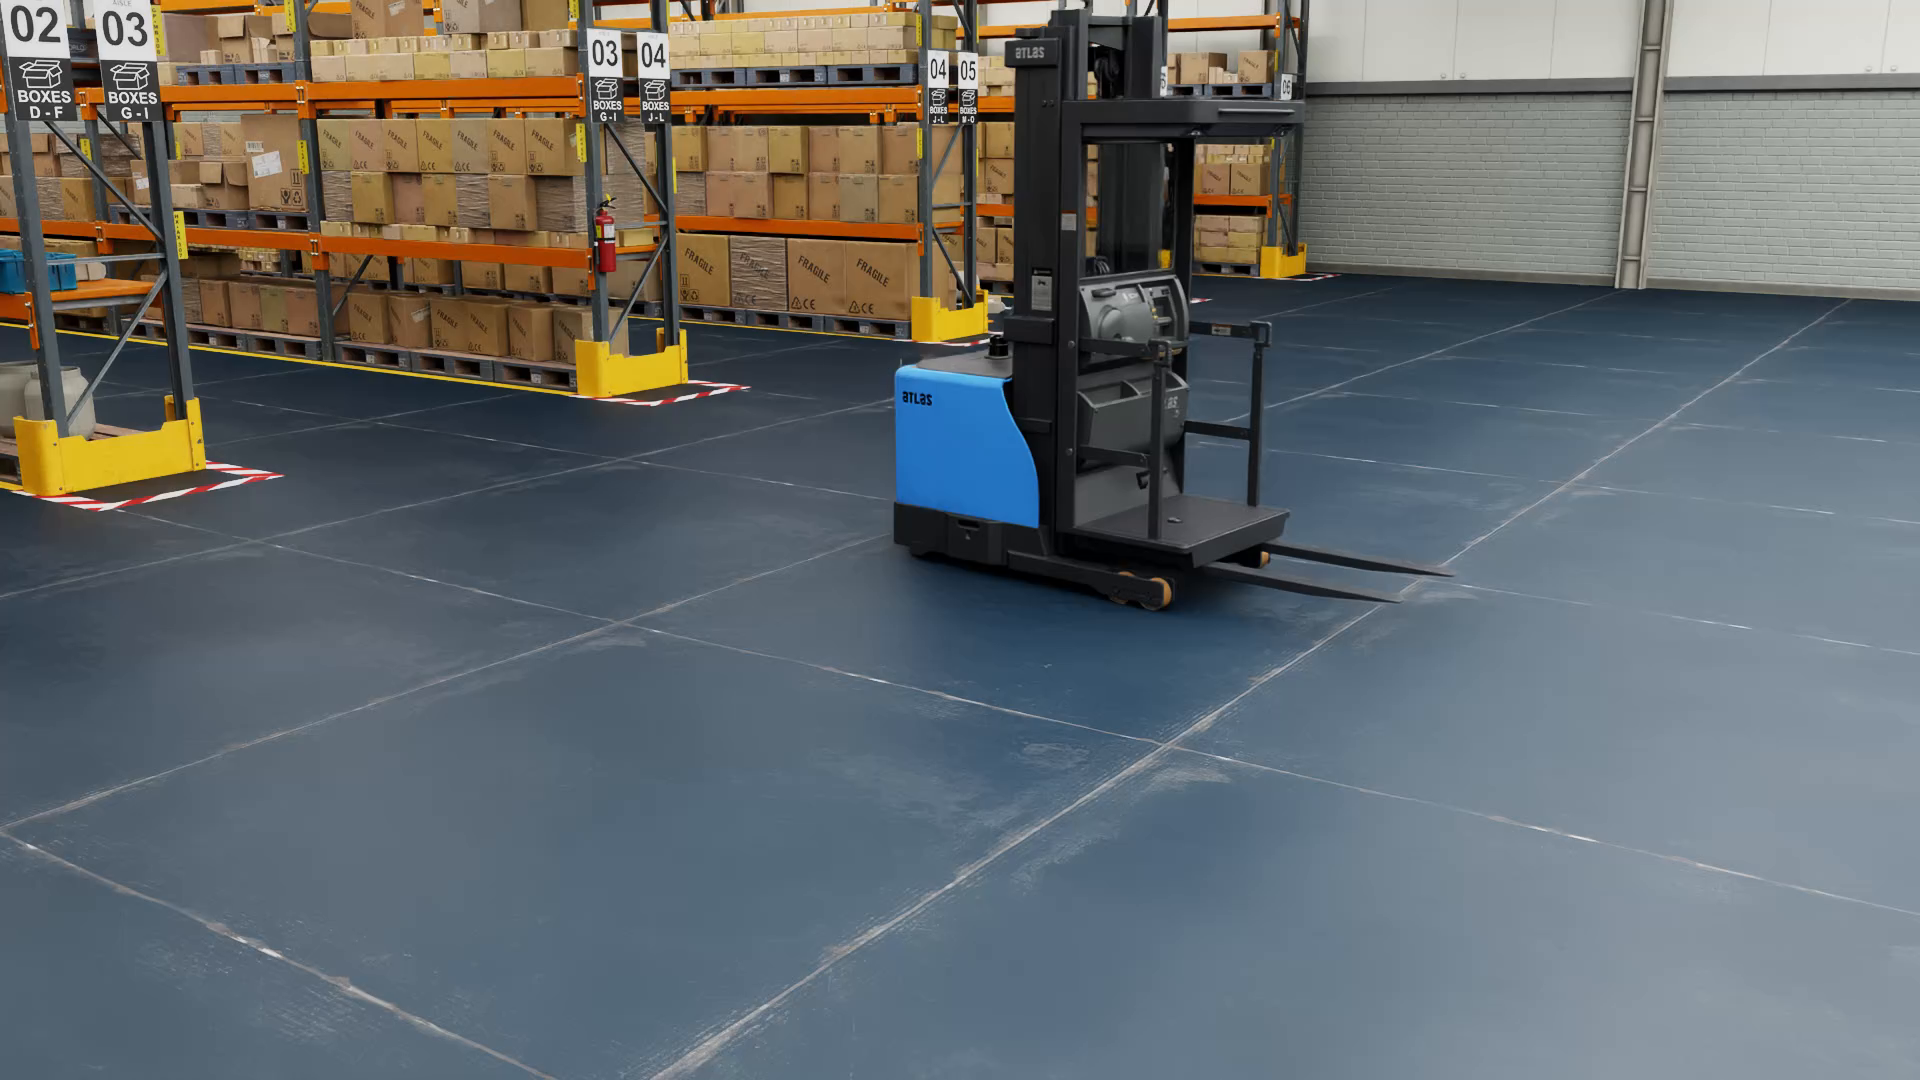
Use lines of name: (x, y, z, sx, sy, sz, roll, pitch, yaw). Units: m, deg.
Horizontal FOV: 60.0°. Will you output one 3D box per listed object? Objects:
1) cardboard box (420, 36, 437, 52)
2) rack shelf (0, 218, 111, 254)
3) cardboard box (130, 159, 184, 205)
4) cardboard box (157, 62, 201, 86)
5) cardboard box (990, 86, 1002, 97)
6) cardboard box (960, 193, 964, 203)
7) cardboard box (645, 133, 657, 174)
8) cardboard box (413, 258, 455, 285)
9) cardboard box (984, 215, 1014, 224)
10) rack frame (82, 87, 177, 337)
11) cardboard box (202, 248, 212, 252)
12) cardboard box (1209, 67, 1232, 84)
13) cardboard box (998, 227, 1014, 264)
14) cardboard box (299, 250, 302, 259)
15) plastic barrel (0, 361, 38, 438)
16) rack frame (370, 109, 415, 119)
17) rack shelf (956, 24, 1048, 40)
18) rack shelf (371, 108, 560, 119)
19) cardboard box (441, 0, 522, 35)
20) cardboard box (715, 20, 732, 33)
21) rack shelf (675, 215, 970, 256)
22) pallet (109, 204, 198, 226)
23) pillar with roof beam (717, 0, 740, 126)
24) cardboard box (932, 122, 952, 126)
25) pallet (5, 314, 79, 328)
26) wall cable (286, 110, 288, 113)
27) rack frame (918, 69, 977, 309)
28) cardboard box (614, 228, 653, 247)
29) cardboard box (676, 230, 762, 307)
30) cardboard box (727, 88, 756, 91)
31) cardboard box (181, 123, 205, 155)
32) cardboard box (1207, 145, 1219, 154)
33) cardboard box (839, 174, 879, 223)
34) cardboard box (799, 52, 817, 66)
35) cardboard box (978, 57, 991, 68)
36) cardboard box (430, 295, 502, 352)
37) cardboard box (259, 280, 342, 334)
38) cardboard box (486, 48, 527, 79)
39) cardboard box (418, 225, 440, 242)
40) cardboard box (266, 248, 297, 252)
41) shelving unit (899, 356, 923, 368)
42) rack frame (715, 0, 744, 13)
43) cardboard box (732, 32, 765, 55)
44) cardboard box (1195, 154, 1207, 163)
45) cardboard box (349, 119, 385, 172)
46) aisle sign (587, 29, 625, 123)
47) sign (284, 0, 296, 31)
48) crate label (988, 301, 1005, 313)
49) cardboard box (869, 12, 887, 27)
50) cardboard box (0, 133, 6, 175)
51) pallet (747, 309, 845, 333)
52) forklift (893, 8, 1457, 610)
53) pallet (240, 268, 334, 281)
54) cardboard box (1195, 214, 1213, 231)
cardboard box: (-4.870, -4.678, 15.718, 0.250, 0.149, 0.380, 10, 17, 34)
rack shelf: (-11.282, -3.857, 20.658, 4.000, 0.370, 1.077, 9, 17, 33)
cardboard box: (-9.152, -4.126, 19.165, 0.500, 0.500, 0.500, 7, 15, 26)
cardboard box: (-8.517, -5.071, 18.137, 0.500, 0.250, 0.500, 10, 17, 34)
cardboard box: (0.630, -6.413, 23.769, 0.250, 0.149, 0.380, 9, 17, 33)
cardboard box: (0.210, -5.026, 24.409, 0.250, 0.149, 0.380, 9, 17, 33)
cardboard box: (-3.867, -4.976, 21.393, 0.500, 0.500, 0.700, 9, 16, 32)
cardboard box: (-7.462, -3.940, 23.824, 0.500, 0.500, 0.500, 9, 17, 33)
cardboard box: (0.916, -5.592, 30.238, 0.625, 0.625, 0.875, 9, 17, 32)
rack frame: (-9.623, -3.938, 19.488, 0.127, 3.000, 1.000, 9, 17, 33)
cardboard box: (-11.995, -4.665, 26.866, 0.250, 0.149, 0.380, 10, 17, 36)
cardboard box: (4.246, -7.559, 27.071, 0.258, 0.266, 0.396, 9, 17, 33)
cardboard box: (0.886, -4.268, 24.109, 0.500, 0.500, 0.500, 9, 16, 32)
cardboard box: (-10.212, -4.526, 26.306, 0.250, 0.149, 0.380, 10, 17, 35)
plastic barrel: (-6.753, -1.014, 11.980, 0.421, 0.512, 0.421, 0, 14, 0)
rack frame: (-10.730, -6.987, 31.804, 0.127, 3.000, 1.000, 9, 17, 33)
rack shelf: (0.335, -9.004, 29.800, 4.000, 0.370, 1.077, 9, 17, 33)
rack shelf: (-9.070, -7.825, 30.447, 4.000, 0.370, 1.077, 9, 17, 33)
cardboard box: (-4.412, -4.914, 15.322, 0.500, 0.500, 0.500, 9, 17, 33)
cardboard box: (-2.706, -6.132, 19.890, 0.250, 0.149, 0.380, 9, 16, 32)
rack shelf: (-1.792, -3.759, 20.264, 4.000, 0.370, 1.077, 9, 17, 33)
pallet: (-8.972, -3.770, 19.211, 1.003, 0.211, 1.213, 9, 17, 33)
pillar with roof beam: (-7.121, -9.767, 30.552, 0.400, 9.000, 9.100, 9, 17, 33)
cardboard box: (-0.117, -5.880, 24.428, 0.500, 0.500, 0.700, 9, 17, 33)
pallet: (-11.243, -2.869, 20.972, 1.213, 0.211, 1.003, 9, 17, 33)
wall cable: (-14.640, -8.516, 35.867, 0.122, 1.984, 0.588, 9, 17, 33)
rack frame: (-0.132, -3.840, 19.094, 0.127, 3.000, 1.000, 9, 17, 33)
cardboard box: (-3.088, -2.829, 15.531, 0.250, 0.149, 0.380, 9, 17, 33)
cardboard box: (-2.969, -3.451, 21.069, 0.875, 0.875, 0.875, 9, 17, 34)
cardboard box: (-3.311, -7.289, 26.576, 0.500, 0.500, 0.700, 9, 17, 33)
cardboard box: (-11.918, -6.343, 26.296, 0.500, 0.500, 0.500, 9, 16, 31)
cardboard box: (4.279, -6.450, 27.458, 0.250, 0.149, 0.380, 9, 17, 33)
cardboard box: (-0.934, -4.023, 19.521, 0.550, 0.550, 0.875, 9, 17, 33)
cardboard box: (-1.651, -5.574, 19.297, 0.250, 0.149, 0.380, 9, 17, 33)
cardboard box: (0.418, -6.827, 23.782, 0.250, 0.149, 0.380, 9, 16, 32)
cardboard box: (-4.955, -2.187, 16.745, 0.500, 0.500, 0.500, 8, 16, 28)
cardboard box: (-7.186, -2.556, 18.192, 0.500, 0.500, 0.700, 9, 17, 32)
cardboard box: (-3.942, -4.329, 15.136, 0.500, 0.250, 0.500, 9, 17, 33)
cardboard box: (-5.041, -2.992, 16.190, 0.250, 0.149, 0.380, 9, 17, 33)
cardboard box: (-10.530, -4.554, 25.799, 0.250, 0.149, 0.380, 10, 17, 34)
shelving unit: (-0.194, -0.547, 9.846, 0.252, 1.050, 0.215, 11, 18, 38)
rack frame: (-4.644, -10.352, 32.916, 0.127, 3.000, 1.000, 9, 17, 33)
cardboard box: (-2.363, -5.900, 19.785, 0.500, 0.250, 0.500, 9, 16, 32)
cardboard box: (4.013, -6.322, 27.563, 0.250, 0.149, 0.380, 9, 16, 31)
cardboard box: (-5.656, -3.902, 16.435, 0.500, 0.500, 0.500, 9, 17, 33)
aisle sign: (-3.100, -4.059, 14.566, 0.004, 0.787, 0.394, 9, 17, 33)
sign: (-6.610, -5.188, 16.402, 0.005, 0.325, 0.100, 9, 17, 33)
crate label: (0.445, -3.078, 21.972, 0.298, 0.136, 0.250, 1, 14, 4)
cardboard box: (-0.808, -5.825, 18.651, 0.250, 0.149, 0.380, 9, 17, 33)
cardboard box: (-11.844, -4.831, 20.802, 0.637, 0.503, 0.797, 9, 17, 33)
pallet: (-1.848, -2.742, 20.461, 1.213, 0.211, 1.003, 9, 17, 33)
forklift: (1.082, -1.210, 8.613, 3.031, 2.935, 1.130, 11, 18, 38)
pallet: (-10.667, -4.179, 26.266, 1.213, 0.211, 1.003, 9, 17, 33)
cardboard box: (3.906, -5.318, 27.831, 0.500, 0.250, 0.500, 9, 17, 34)
